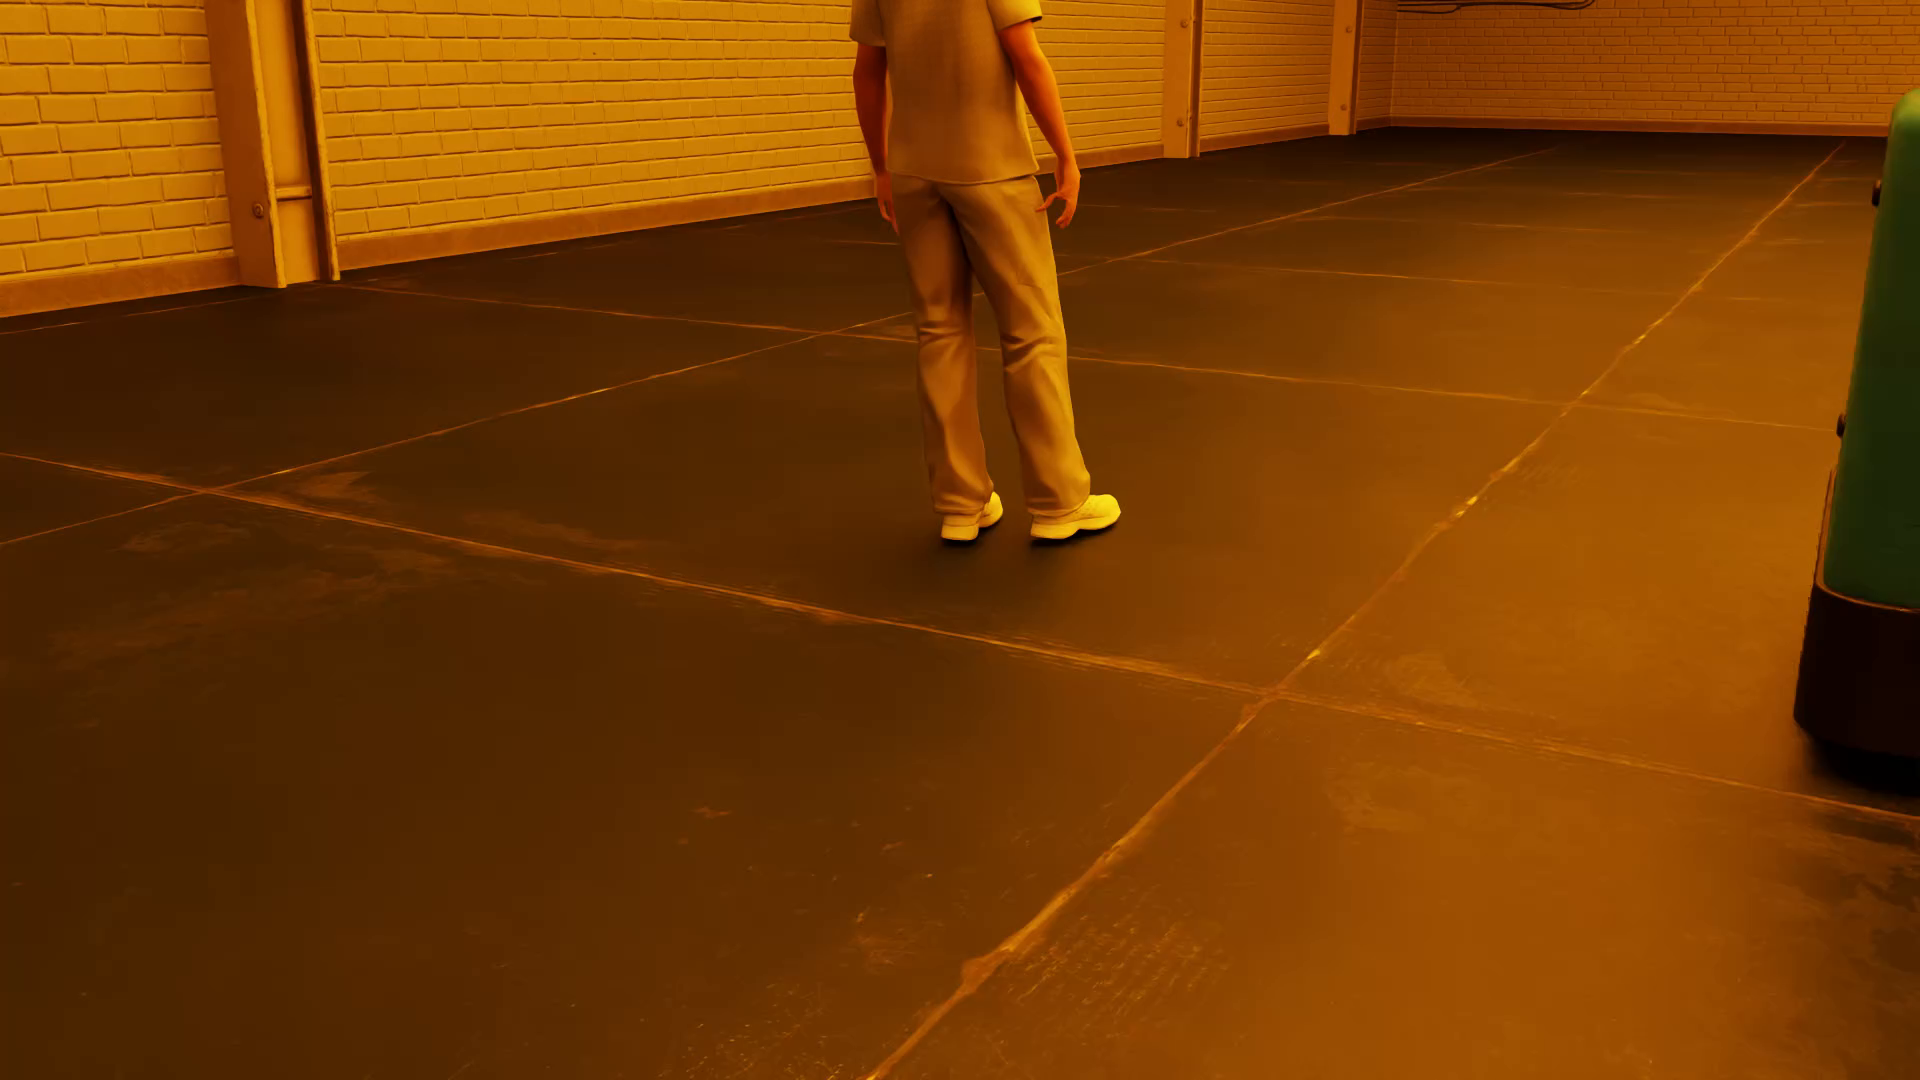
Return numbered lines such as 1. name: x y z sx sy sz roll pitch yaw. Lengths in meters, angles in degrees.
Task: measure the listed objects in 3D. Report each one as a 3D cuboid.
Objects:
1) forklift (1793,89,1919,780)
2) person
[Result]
1. forklift: 2.928 -0.943 2.055 3.031 2.935 1.130 9 18 27
2. person: 0.048 -0.827 3.857 0.549 1.673 0.548 9 19 28
